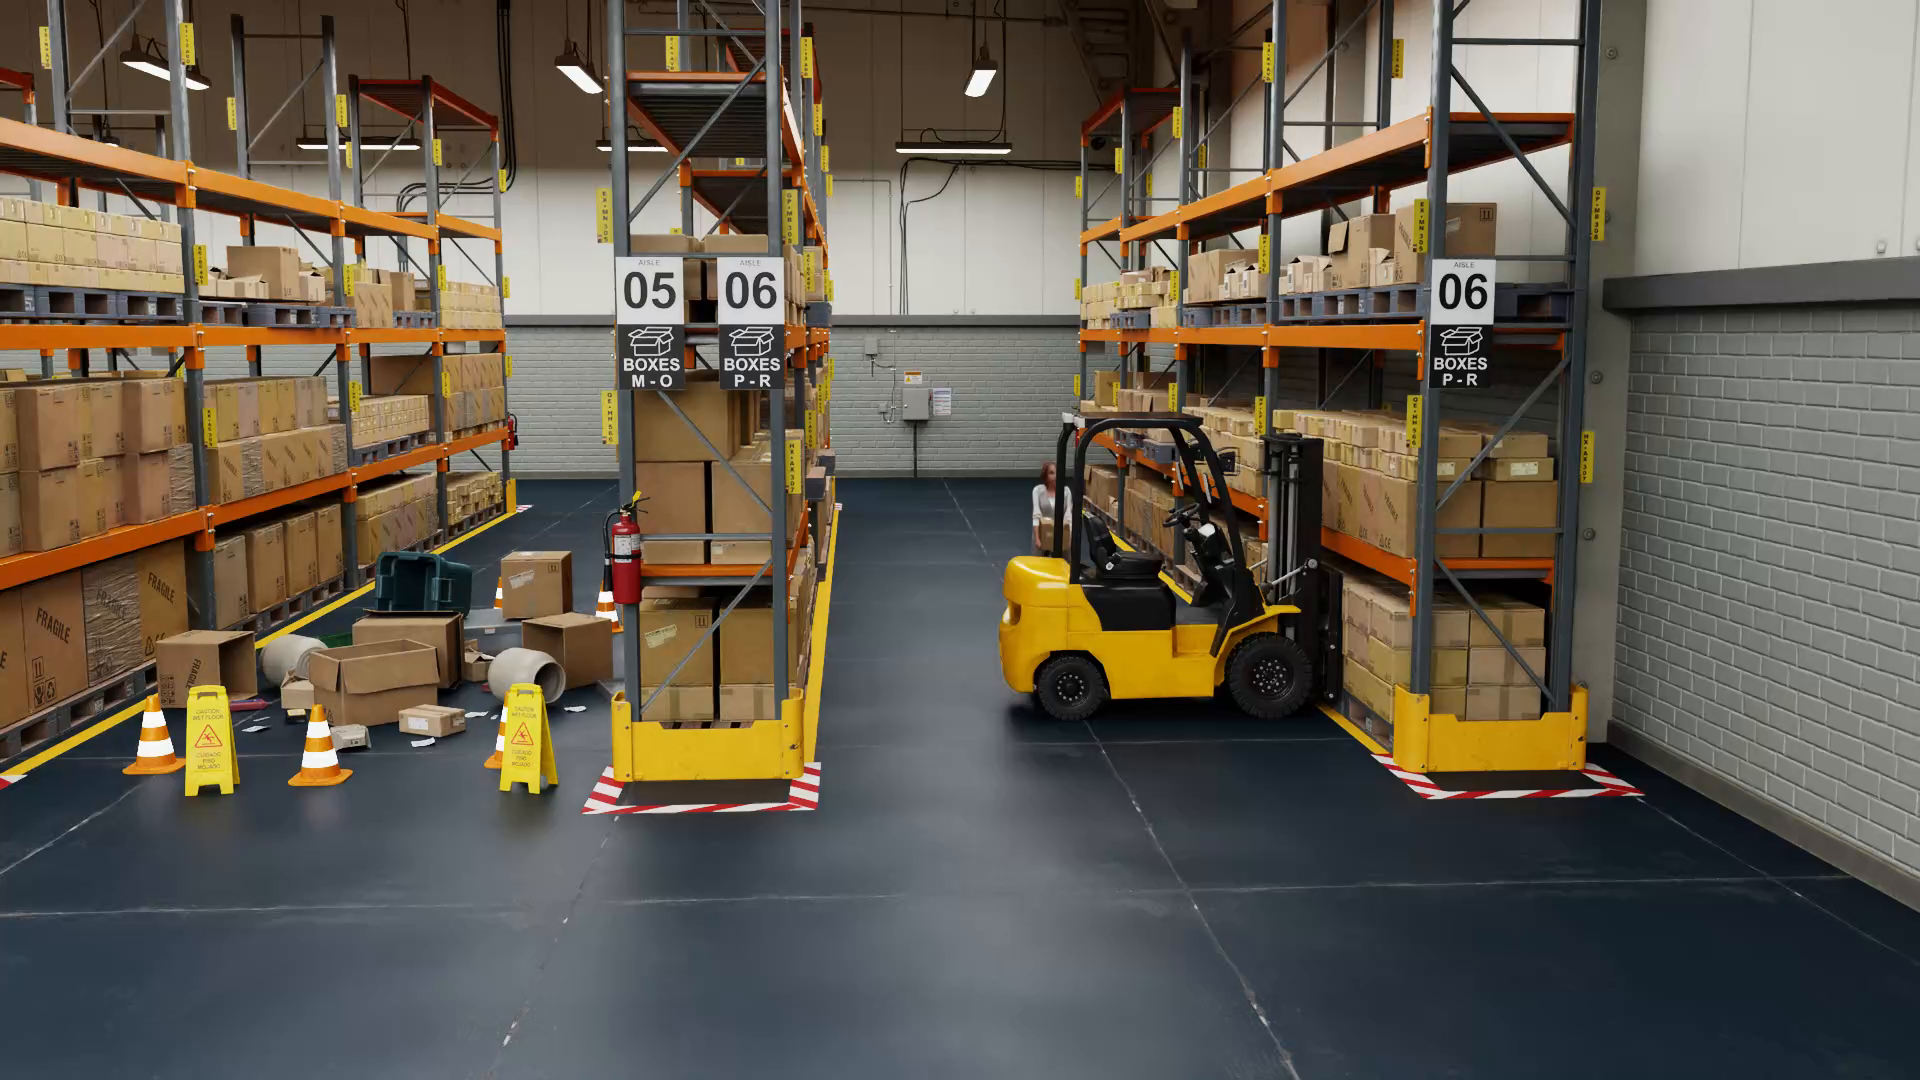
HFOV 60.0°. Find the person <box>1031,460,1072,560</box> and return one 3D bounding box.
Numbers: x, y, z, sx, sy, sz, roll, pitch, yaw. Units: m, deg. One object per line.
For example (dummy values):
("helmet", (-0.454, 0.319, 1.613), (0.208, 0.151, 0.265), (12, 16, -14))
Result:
("person", (0.843, 0.074, 15.221), (0.375, 1.599, 0.499), (-1, 7, -4))
